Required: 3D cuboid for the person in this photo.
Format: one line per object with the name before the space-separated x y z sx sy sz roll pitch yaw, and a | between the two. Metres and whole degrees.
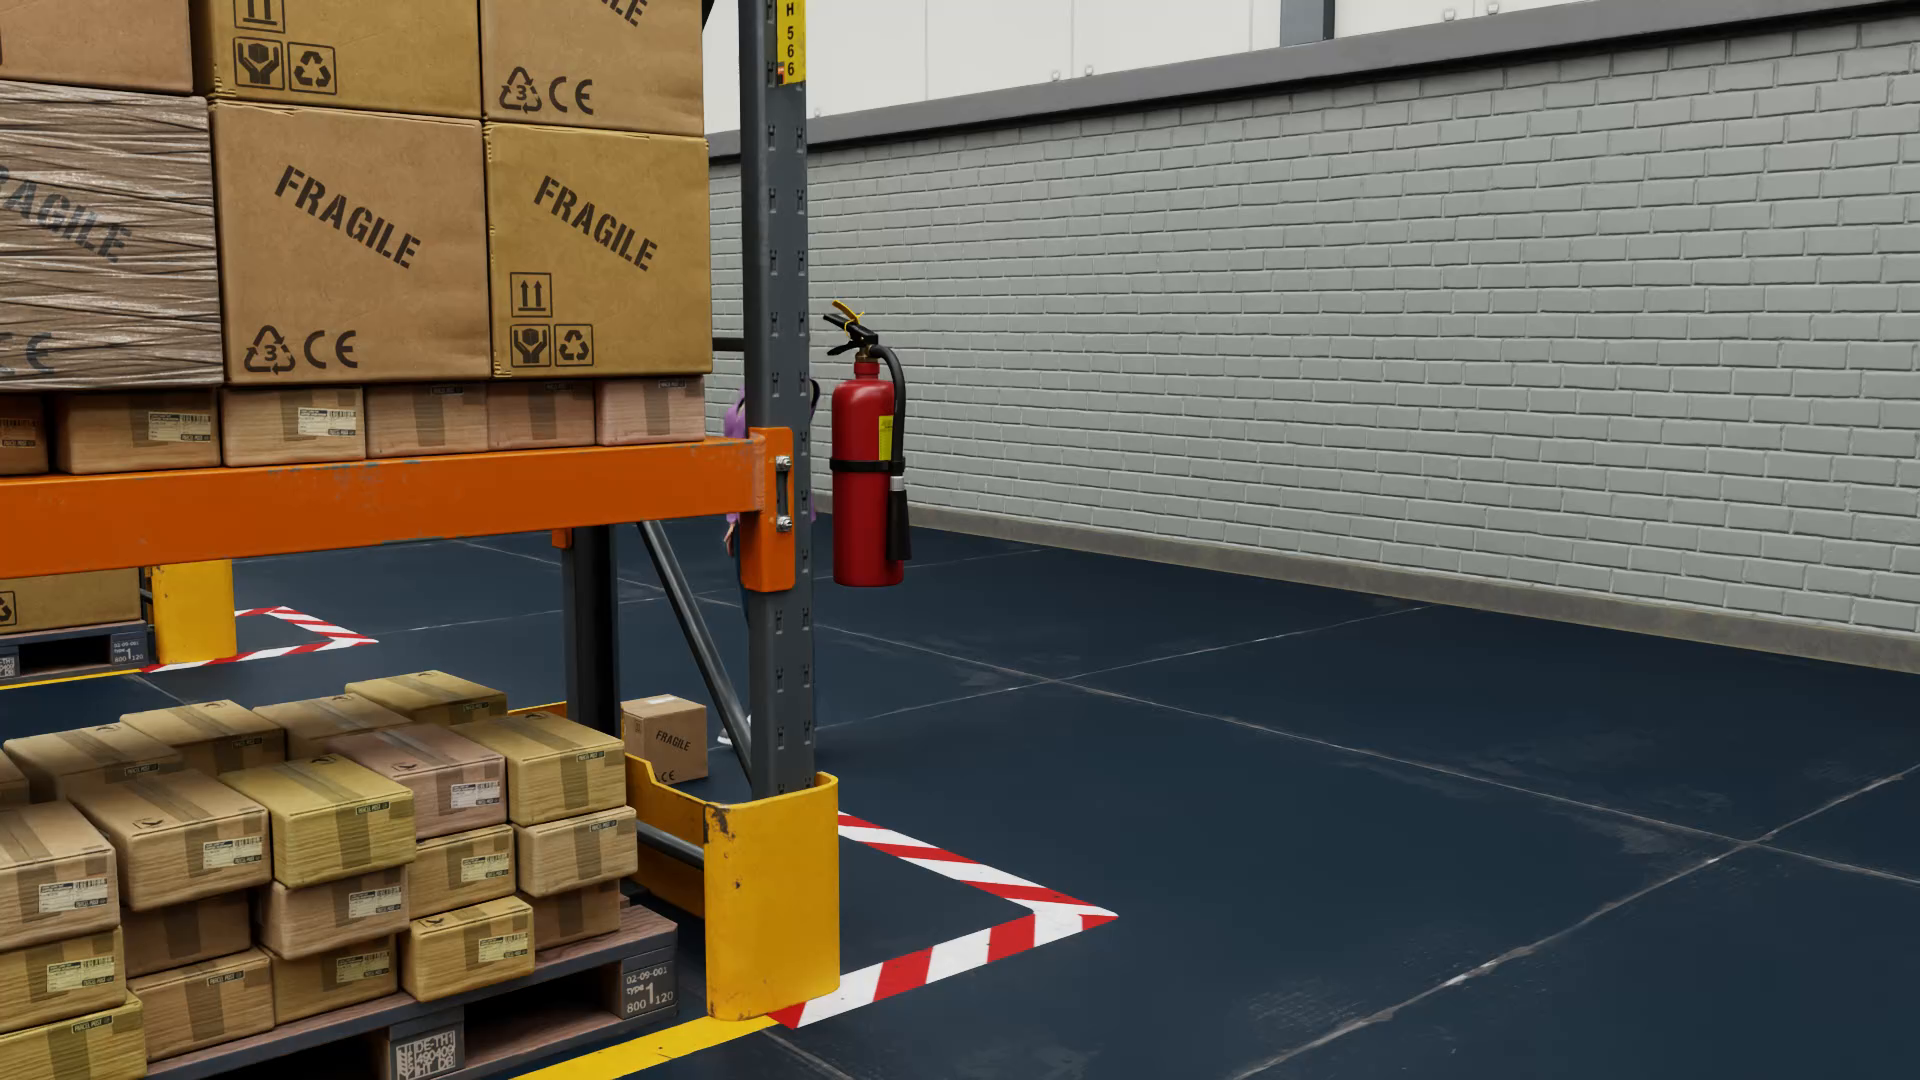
person | -0.689 -0.036 5.938 0.324 1.604 0.413 -7 10 -41
